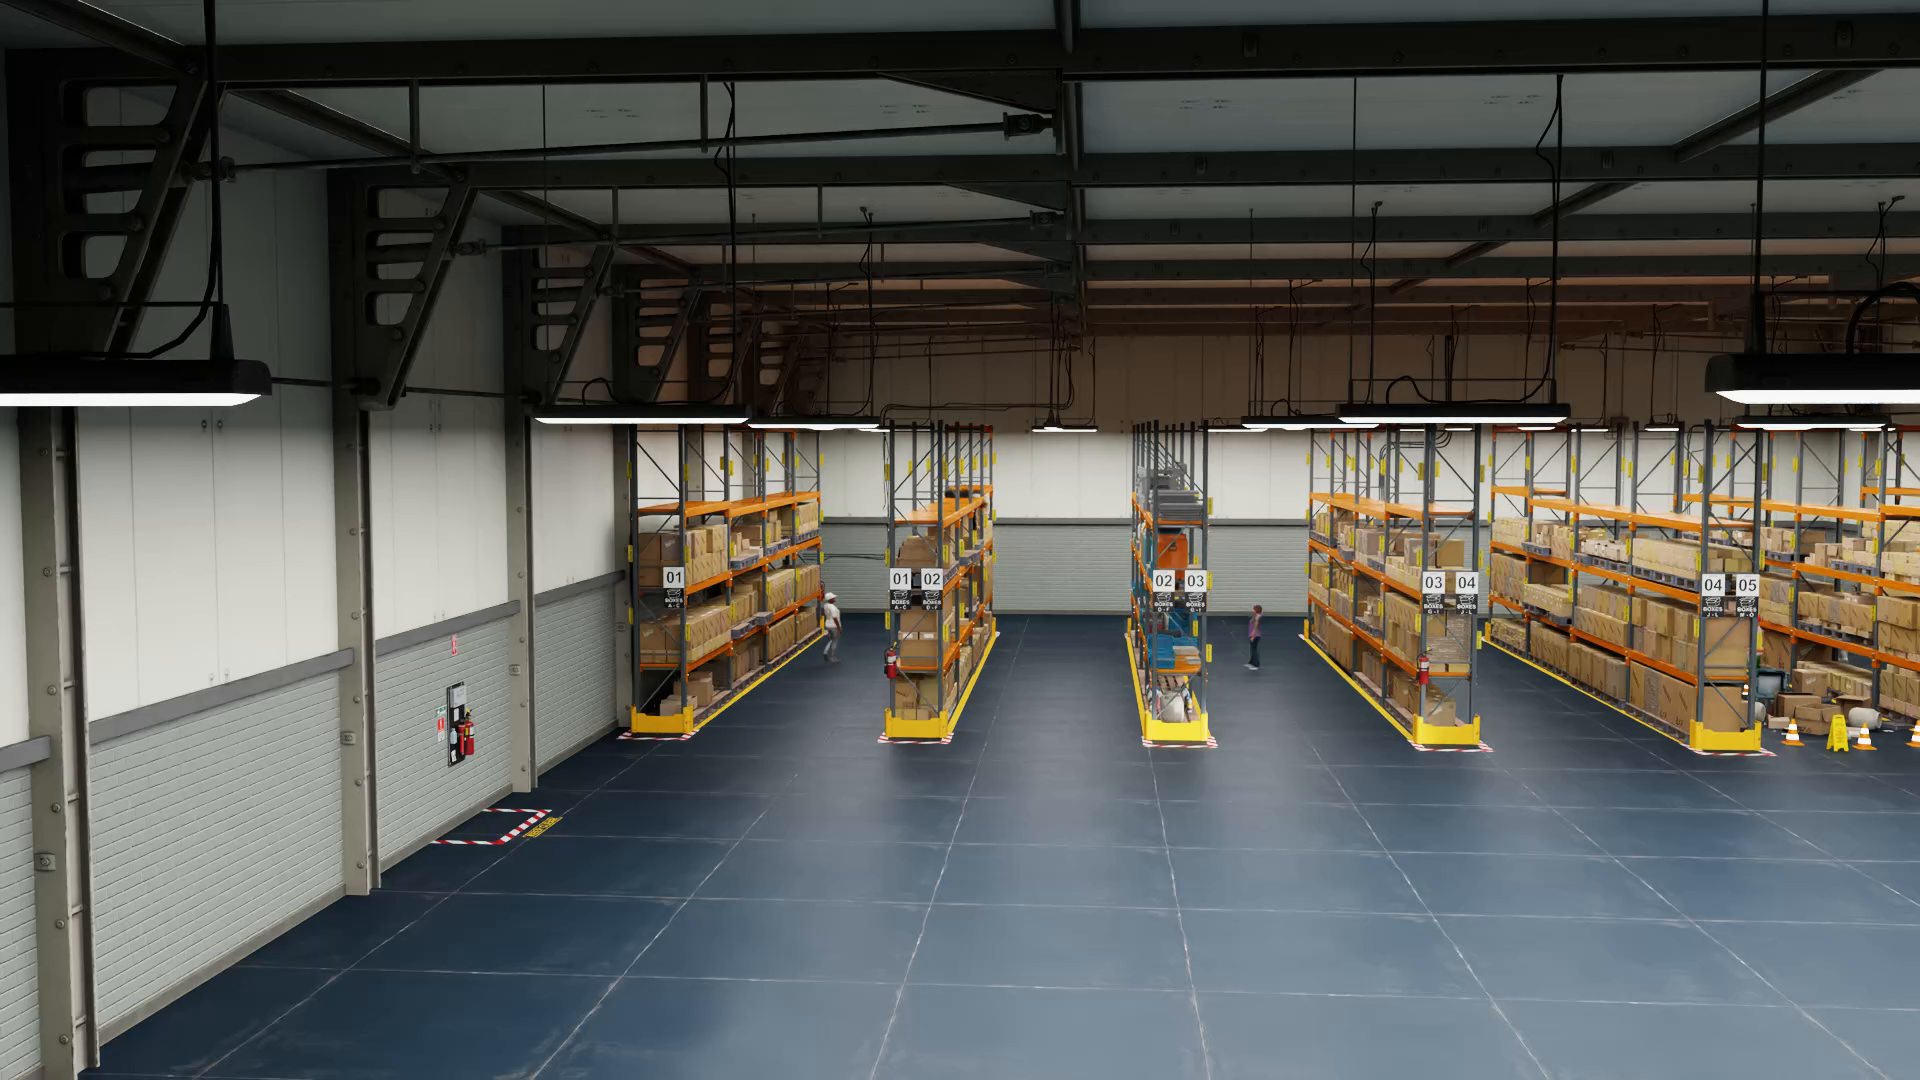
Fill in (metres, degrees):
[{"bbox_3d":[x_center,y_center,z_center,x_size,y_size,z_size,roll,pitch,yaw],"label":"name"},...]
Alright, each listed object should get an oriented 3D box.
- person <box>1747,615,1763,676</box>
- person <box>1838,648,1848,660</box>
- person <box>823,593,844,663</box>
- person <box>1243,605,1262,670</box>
[{"bbox_3d":[17.395,2.524,36.535,0.578,1.798,0.457,-3,4,-35],"label":"person"},{"bbox_3d":[22.229,2.227,42.014,0.514,1.698,0.593,-1,4,-12],"label":"person"},{"bbox_3d":[-3.189,2.191,41.663,0.488,1.753,0.595,-3,5,-42],"label":"person"},{"bbox_3d":[7.130,2.370,40.685,0.515,1.574,0.450,2,4,26],"label":"person"}]
